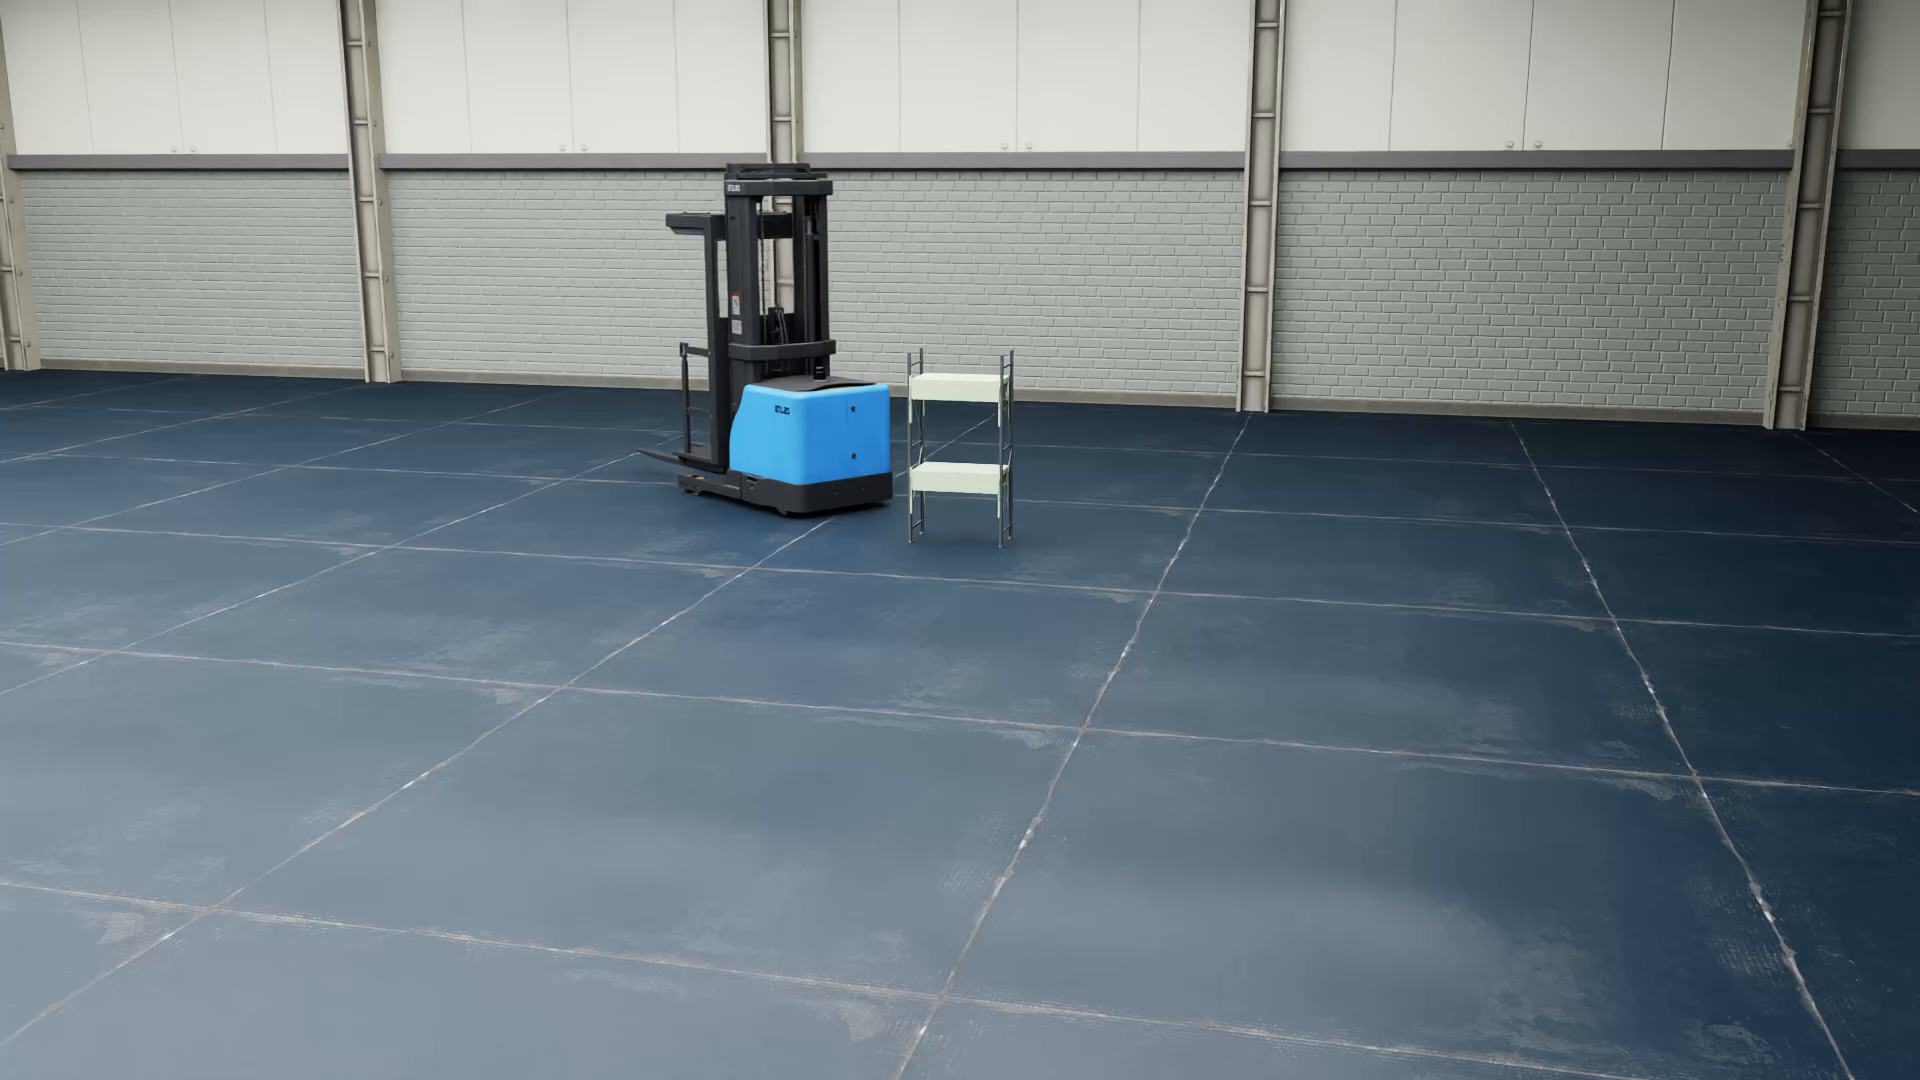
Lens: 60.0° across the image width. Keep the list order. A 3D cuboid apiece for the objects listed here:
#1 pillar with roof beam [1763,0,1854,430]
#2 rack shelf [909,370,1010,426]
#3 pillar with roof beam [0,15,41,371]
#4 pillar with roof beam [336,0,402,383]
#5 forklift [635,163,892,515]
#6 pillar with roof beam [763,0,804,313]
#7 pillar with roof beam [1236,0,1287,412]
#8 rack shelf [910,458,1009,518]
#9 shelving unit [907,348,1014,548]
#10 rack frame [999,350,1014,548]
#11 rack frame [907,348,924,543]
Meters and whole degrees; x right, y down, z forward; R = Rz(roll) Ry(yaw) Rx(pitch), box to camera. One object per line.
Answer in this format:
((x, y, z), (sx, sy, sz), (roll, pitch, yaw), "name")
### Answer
((8.396, -4.774, 13.975), (0.400, 9.000, 9.100), (3, 13, 14), "pillar with roof beam")
((0.006, -1.113, 12.985), (0.720, 0.370, 0.431), (3, 13, 14), "rack shelf")
((-14.905, -6.019, 19.589), (0.400, 9.000, 9.100), (3, 13, 14), "pillar with roof beam")
((-9.080, -5.708, 18.186), (0.400, 9.000, 9.100), (3, 13, 14), "pillar with roof beam")
((-1.932, -1.901, 15.035), (1.130, 2.935, 3.031), (-11, 16, -39), "forklift")
((-3.255, -5.397, 16.782), (0.400, 9.000, 9.100), (3, 13, 14), "pillar with roof beam")
((2.570, -5.085, 15.379), (0.400, 9.000, 9.100), (3, 13, 14), "pillar with roof beam")
((0.006, -0.414, 13.140), (0.720, 0.370, 0.431), (3, 13, 14), "rack shelf")
((0.006, -0.732, 13.070), (0.755, 1.500, 0.431), (3, 13, 14), "shelving unit")
((0.362, -0.713, 12.984), (0.023, 1.500, 0.400), (3, 13, 14), "rack frame")
((-0.349, -0.751, 13.155), (0.023, 1.500, 0.400), (3, 13, 14), "rack frame")
